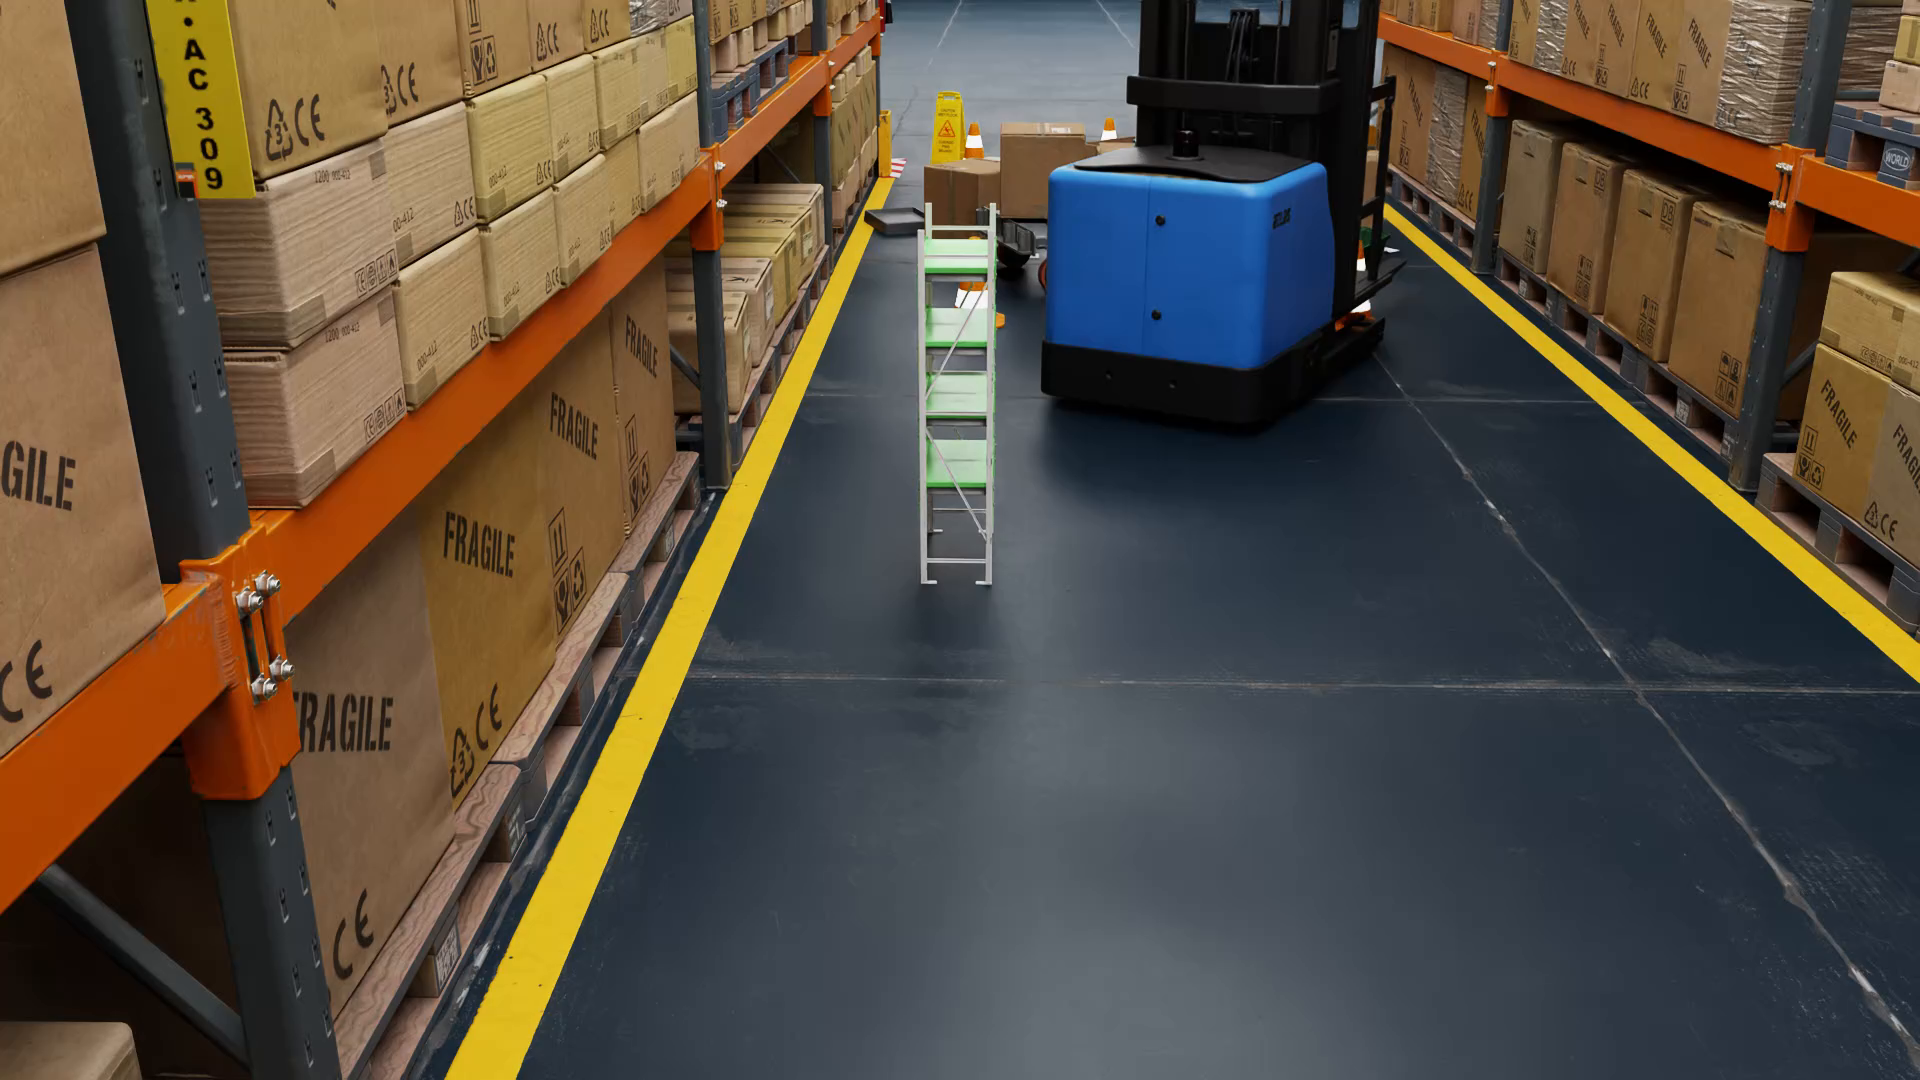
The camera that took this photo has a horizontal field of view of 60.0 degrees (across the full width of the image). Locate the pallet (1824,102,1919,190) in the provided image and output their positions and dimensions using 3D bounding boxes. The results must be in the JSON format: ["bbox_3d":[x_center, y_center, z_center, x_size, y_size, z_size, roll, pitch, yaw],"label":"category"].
[{"bbox_3d":[3.629,-1.246,5.358,1.213,0.211,1.003,1,21,2],"label":"pallet"}]

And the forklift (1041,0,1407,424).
[{"bbox_3d":[1.531,-2.352,8.039,1.130,2.935,3.031,11,24,27],"label":"forklift"}]

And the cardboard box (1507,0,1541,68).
[{"bbox_3d":[3.380,-2.900,9.217,0.500,0.500,0.500,1,21,2],"label":"cardboard box"}]

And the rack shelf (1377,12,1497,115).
[{"bbox_3d":[3.726,-3.428,11.712,1.077,0.370,4.000,1,21,2],"label":"rack shelf"}]

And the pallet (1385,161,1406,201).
[{"bbox_3d":[3.841,-2.896,13.202,1.003,0.211,1.213,1,21,2],"label":"pallet"}]

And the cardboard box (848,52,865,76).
[{"bbox_3d":[-0.892,-3.458,12.082,0.380,0.149,0.250,2,21,4],"label":"cardboard box"}]

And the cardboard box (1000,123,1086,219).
[{"bbox_3d":[0.495,-2.237,10.057,0.500,0.500,0.500,1,21,2],"label":"cardboard box"}]

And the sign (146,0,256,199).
[{"bbox_3d":[-0.974,-0.601,2.124,0.100,0.325,0.005,1,21,2],"label":"sign"}]

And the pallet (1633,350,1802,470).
[{"bbox_3d":[3.643,-0.578,7.227,1.003,0.211,1.213,1,21,2],"label":"pallet"}]

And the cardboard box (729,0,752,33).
[{"bbox_3d":[-1.153,-2.342,6.787,0.500,0.500,0.500,2,21,4],"label":"cardboard box"}]

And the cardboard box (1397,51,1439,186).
[{"bbox_3d":[3.808,-3.128,12.300,0.875,0.875,0.875,0,21,1],"label":"cardboard box"}]

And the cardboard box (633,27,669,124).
[{"bbox_3d":[-1.180,-1.412,5.037,0.500,0.250,0.500,0,21,0],"label":"cardboard box"}]

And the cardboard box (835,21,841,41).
[{"bbox_3d":[-0.979,-3.329,10.809,0.380,0.149,0.250,1,21,3],"label":"cardboard box"}]

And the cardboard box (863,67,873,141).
[{"bbox_3d":[-0.940,-3.287,12.537,0.500,0.500,0.500,1,21,4],"label":"cardboard box"}]

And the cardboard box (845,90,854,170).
[{"bbox_3d":[-0.993,-2.726,11.091,0.500,0.500,0.500,1,21,4],"label":"cardboard box"}]

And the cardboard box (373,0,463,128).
[{"bbox_3d":[-1.240,-1.019,2.987,0.500,0.500,0.500,1,21,1],"label":"cardboard box"}]

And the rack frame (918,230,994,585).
[{"bbox_3d":[-0.012,-0.411,5.430,0.240,1.200,0.015,1,21,2],"label":"rack frame"}]

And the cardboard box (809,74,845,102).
[{"bbox_3d":[-0.934,-2.879,10.589,0.380,0.149,0.250,1,21,2],"label":"cardboard box"}]

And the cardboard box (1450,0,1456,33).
[{"bbox_3d":[3.793,-3.637,11.048,0.875,0.550,0.550,1,21,2],"label":"cardboard box"}]

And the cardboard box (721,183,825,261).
[{"bbox_3d":[-1.299,-1.839,9.674,0.950,0.372,0.625,1,21,2],"label":"cardboard box"}]

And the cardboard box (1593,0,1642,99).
[{"bbox_3d":[3.332,-2.353,7.808,0.500,0.500,0.500,1,21,2],"label":"cardboard box"}]

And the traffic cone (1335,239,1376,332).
[{"bbox_3d":[2.115,-1.389,8.970,0.336,0.463,0.334,1,21,2],"label":"traffic cone"}]

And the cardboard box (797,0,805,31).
[{"bbox_3d":[-1.023,-2.759,8.760,0.380,0.149,0.250,0,21,1],"label":"cardboard box"}]

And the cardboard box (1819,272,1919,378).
[{"bbox_3d":[3.281,-0.727,5.595,0.500,0.250,0.500,0,21,-1],"label":"cardboard box"}]

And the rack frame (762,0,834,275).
[{"bbox_3d":[-1.285,-3.058,9.764,1.000,3.000,0.127,1,21,2],"label":"rack frame"}]

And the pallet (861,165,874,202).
[{"bbox_3d":[-1.226,-2.884,13.169,1.003,0.211,1.213,1,21,2],"label":"pallet"}]

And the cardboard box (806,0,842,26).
[{"bbox_3d":[-0.993,-3.399,10.094,0.500,0.500,0.500,1,21,1],"label":"cardboard box"}]

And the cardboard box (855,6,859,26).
[{"bbox_3d":[-0.930,-3.787,11.988,0.380,0.149,0.250,0,21,1],"label":"cardboard box"}]

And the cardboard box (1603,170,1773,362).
[{"bbox_3d":[3.675,-1.276,7.701,1.050,0.750,0.750,1,21,2],"label":"cardboard box"}]

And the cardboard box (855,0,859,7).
[{"bbox_3d":[-0.978,-3.946,11.501,0.500,0.500,0.500,1,21,2],"label":"cardboard box"}]

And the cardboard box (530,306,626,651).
[{"bbox_3d":[-1.542,-0.246,4.873,0.875,0.875,0.875,1,21,2],"label":"cardboard box"}]

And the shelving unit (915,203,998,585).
[{"bbox_3d":[-0.005,-0.500,5.658,0.258,1.200,0.503,1,21,2],"label":"shelving unit"}]

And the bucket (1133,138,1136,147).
[{"bbox_3d":[1.365,-2.297,10.227,0.726,0.611,0.620,8,33,20],"label":"bucket"}]

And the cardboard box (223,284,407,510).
[{"bbox_3d":[-1.251,-0.252,2.739,0.500,0.250,0.500,0,21,0],"label":"cardboard box"}]

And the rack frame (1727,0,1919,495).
[{"bbox_3d":[3.544,-1.594,5.990,1.000,3.000,0.127,1,21,2],"label":"rack frame"}]

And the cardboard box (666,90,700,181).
[{"bbox_3d":[-1.163,-1.356,5.585,0.500,0.250,0.500,0,21,0],"label":"cardboard box"}]

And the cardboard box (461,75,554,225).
[{"bbox_3d":[-1.204,-0.856,3.604,0.500,0.250,0.500,1,21,2],"label":"cardboard box"}]

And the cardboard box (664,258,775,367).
[{"bbox_3d":[-1.365,-1.054,7.650,0.950,0.372,0.625,0,21,1],"label":"cardboard box"}]

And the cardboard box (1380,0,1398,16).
[{"bbox_3d":[3.821,-4.422,13.071,0.875,0.550,0.550,1,21,2],"label":"cardboard box"}]

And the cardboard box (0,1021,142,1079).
[{"bbox_3d":[-1.655,1.059,2.115,0.875,0.438,0.875,0,21,1],"label":"cardboard box"}]

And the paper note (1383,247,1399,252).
[{"bbox_3d":[2.781,-1.909,10.907,0.147,0.020,0.142,-16,26,-35],"label":"paper note"}]

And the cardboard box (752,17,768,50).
[{"bbox_3d":[-1.114,-2.390,7.808,0.380,0.149,0.250,1,21,3],"label":"cardboard box"}]

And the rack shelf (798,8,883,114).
[{"bbox_3d":[-1.225,-3.446,11.758,1.077,0.370,4.000,1,21,2],"label":"rack shelf"}]

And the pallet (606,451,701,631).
[{"bbox_3d":[-1.506,-0.028,5.808,1.003,0.211,1.213,1,21,2],"label":"pallet"}]

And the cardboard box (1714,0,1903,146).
[{"bbox_3d":[3.289,-1.806,6.400,0.500,0.500,0.500,1,21,2],"label":"cardboard box"}]

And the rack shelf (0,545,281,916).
[{"bbox_3d":[-1.590,0.893,0.576,1.077,0.370,4.000,1,21,2],"label":"rack shelf"}]

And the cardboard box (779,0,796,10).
[{"bbox_3d":[-1.106,-2.904,8.236,0.500,0.500,0.500,1,21,3],"label":"cardboard box"}]

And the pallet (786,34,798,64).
[{"bbox_3d":[-1.454,-2.694,9.091,1.003,0.211,1.213,1,21,2],"label":"pallet"}]

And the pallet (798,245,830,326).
[{"bbox_3d":[-1.308,-1.477,9.543,1.003,0.211,1.213,1,21,2],"label":"pallet"}]

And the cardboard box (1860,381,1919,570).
[{"bbox_3d":[3.255,-0.190,5.246,0.500,0.500,0.500,1,21,2],"label":"cardboard box"}]

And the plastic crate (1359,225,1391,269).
[{"bbox_3d":[2.361,-1.833,10.415,0.450,0.188,0.662,23,29,25],"label":"plastic crate"}]

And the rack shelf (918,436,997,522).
[{"bbox_3d":[-0.005,-0.216,5.768,0.258,0.148,0.480,1,21,2],"label":"rack shelf"}]

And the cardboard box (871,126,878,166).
[{"bbox_3d":[-0.920,-3.114,13.129,0.500,0.250,0.500,1,21,1],"label":"cardboard box"}]

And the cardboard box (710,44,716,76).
[{"bbox_3d":[-1.169,-1.908,6.566,0.380,0.149,0.250,-1,21,-2],"label":"cardboard box"}]

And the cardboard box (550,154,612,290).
[{"bbox_3d":[-1.181,-0.805,4.164,0.500,0.250,0.500,0,21,1],"label":"cardboard box"}]

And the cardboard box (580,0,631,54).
[{"bbox_3d":[-1.190,-1.570,4.407,0.500,0.500,0.500,1,21,2],"label":"cardboard box"}]

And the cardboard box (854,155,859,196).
[{"bbox_3d":[-0.979,-2.567,11.720,0.500,0.250,0.500,0,21,1],"label":"cardboard box"}]

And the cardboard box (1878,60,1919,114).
[{"bbox_3d":[3.328,-1.513,5.549,0.380,0.149,0.250,0,21,1],"label":"cardboard box"}]
